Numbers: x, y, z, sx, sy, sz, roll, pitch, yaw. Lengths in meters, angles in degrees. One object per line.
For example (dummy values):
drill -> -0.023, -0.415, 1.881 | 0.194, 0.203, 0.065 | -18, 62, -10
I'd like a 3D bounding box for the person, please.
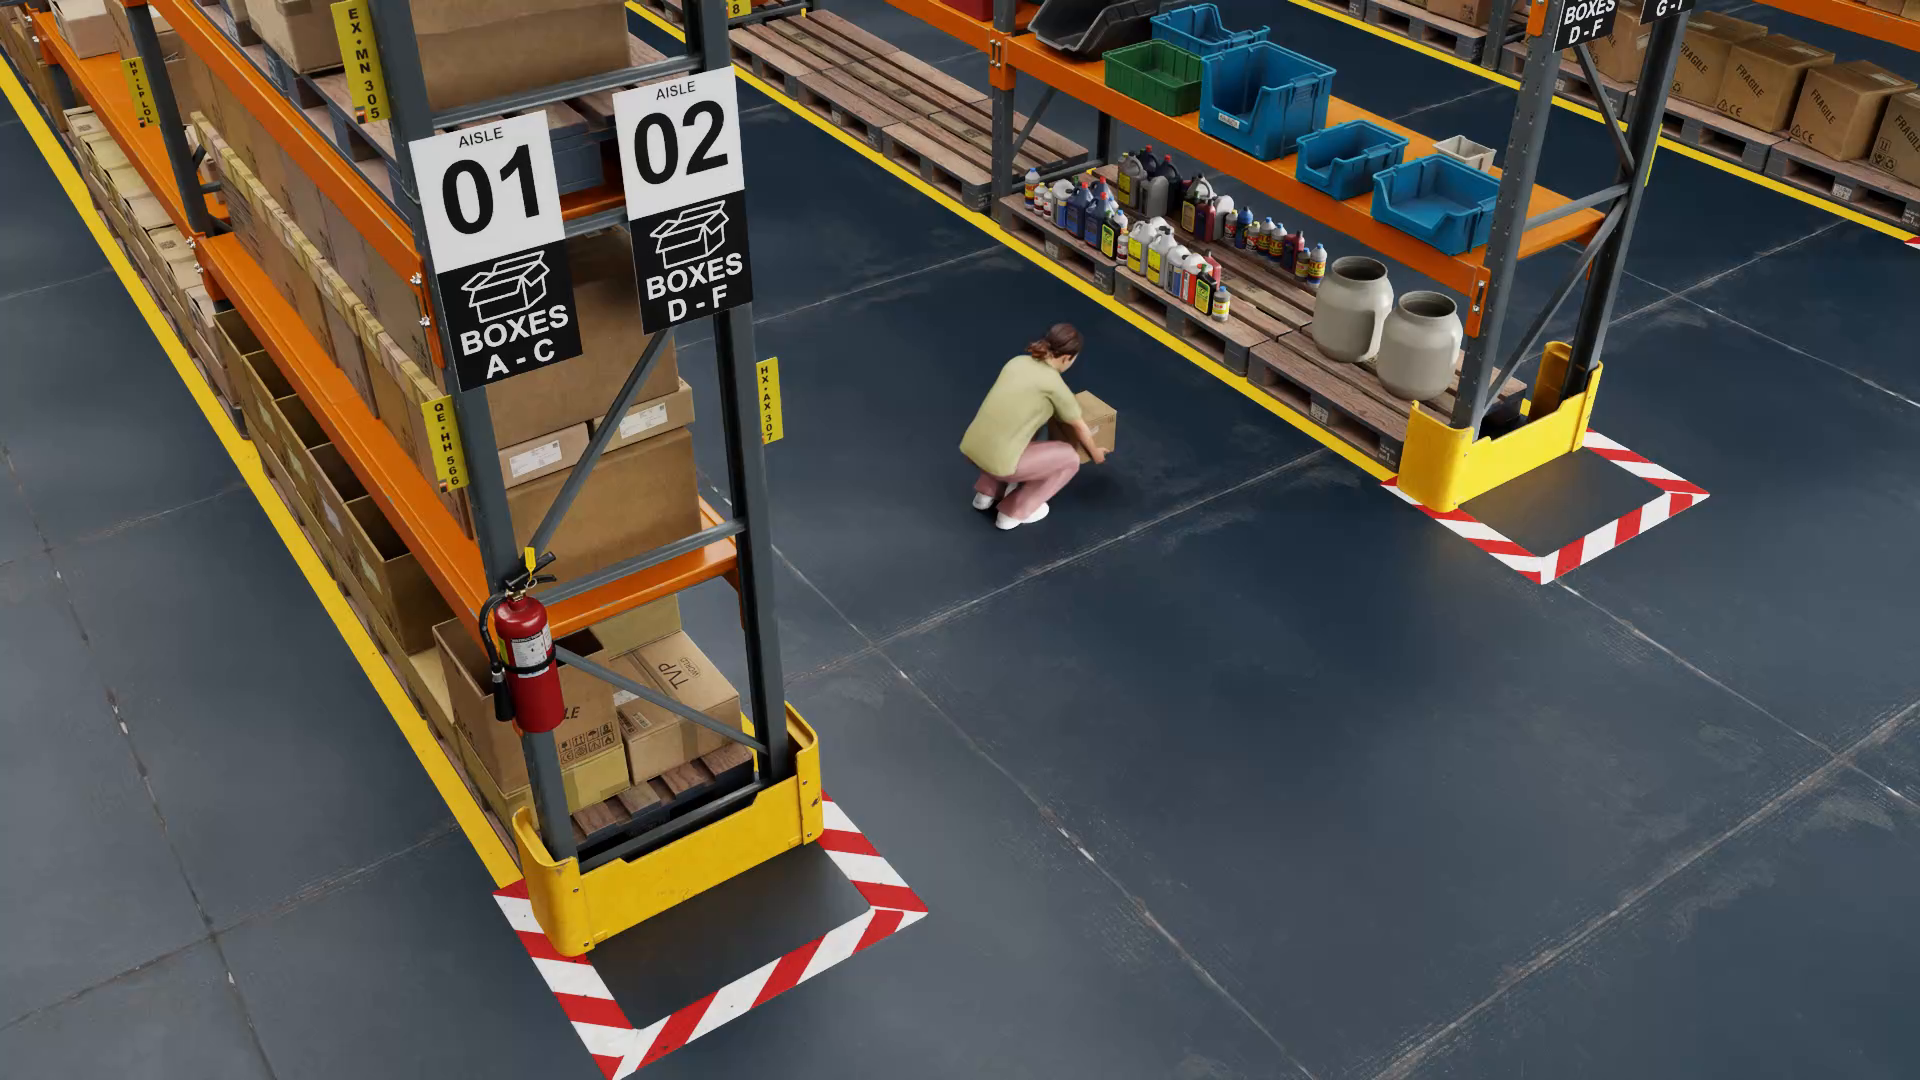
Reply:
person -> 0.370, -0.590, 8.424 | 0.807, 0.943, 0.469 | -23, 42, -28
